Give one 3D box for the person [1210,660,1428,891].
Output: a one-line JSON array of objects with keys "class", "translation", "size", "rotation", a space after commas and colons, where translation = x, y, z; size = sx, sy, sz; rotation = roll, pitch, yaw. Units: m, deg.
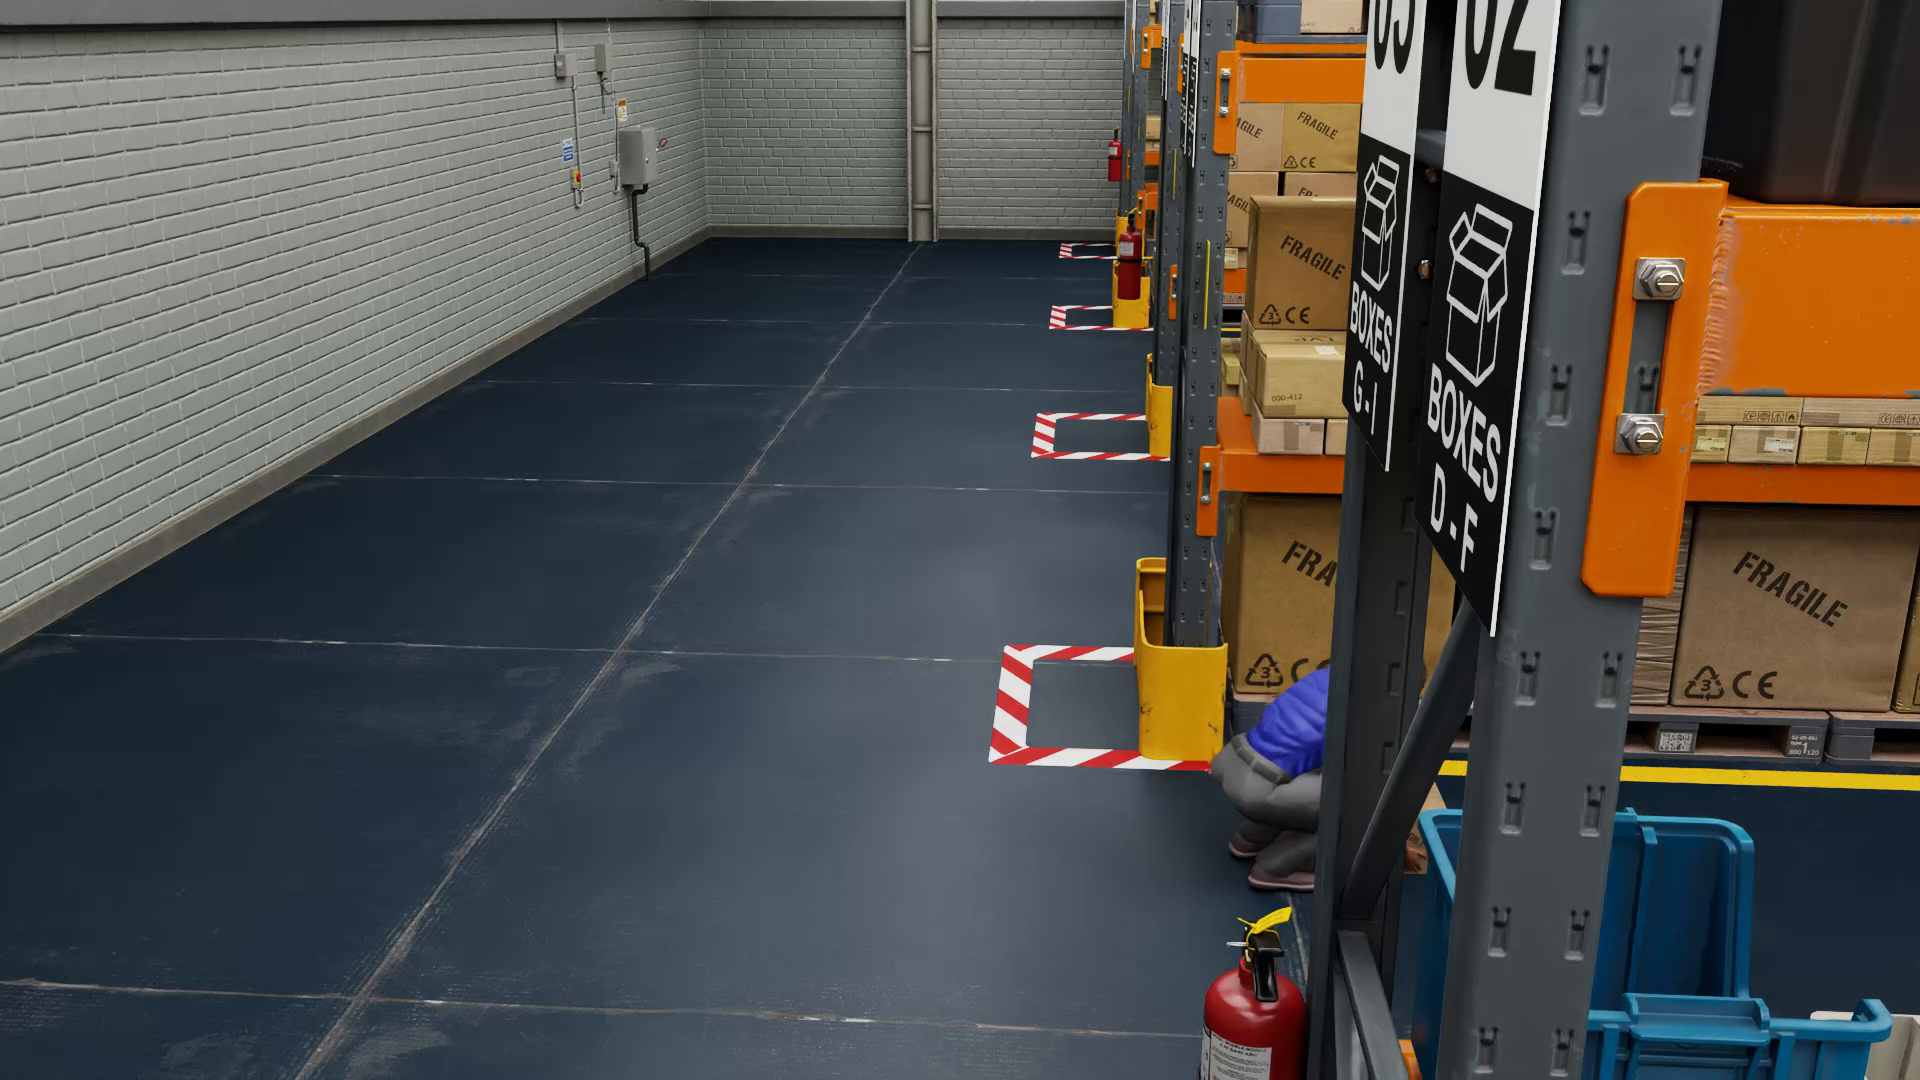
[{"class": "person", "translation": [1.307, 0.813, 5.952], "size": [0.827, 0.815, 0.479], "rotation": [-3, 18, -9]}]
